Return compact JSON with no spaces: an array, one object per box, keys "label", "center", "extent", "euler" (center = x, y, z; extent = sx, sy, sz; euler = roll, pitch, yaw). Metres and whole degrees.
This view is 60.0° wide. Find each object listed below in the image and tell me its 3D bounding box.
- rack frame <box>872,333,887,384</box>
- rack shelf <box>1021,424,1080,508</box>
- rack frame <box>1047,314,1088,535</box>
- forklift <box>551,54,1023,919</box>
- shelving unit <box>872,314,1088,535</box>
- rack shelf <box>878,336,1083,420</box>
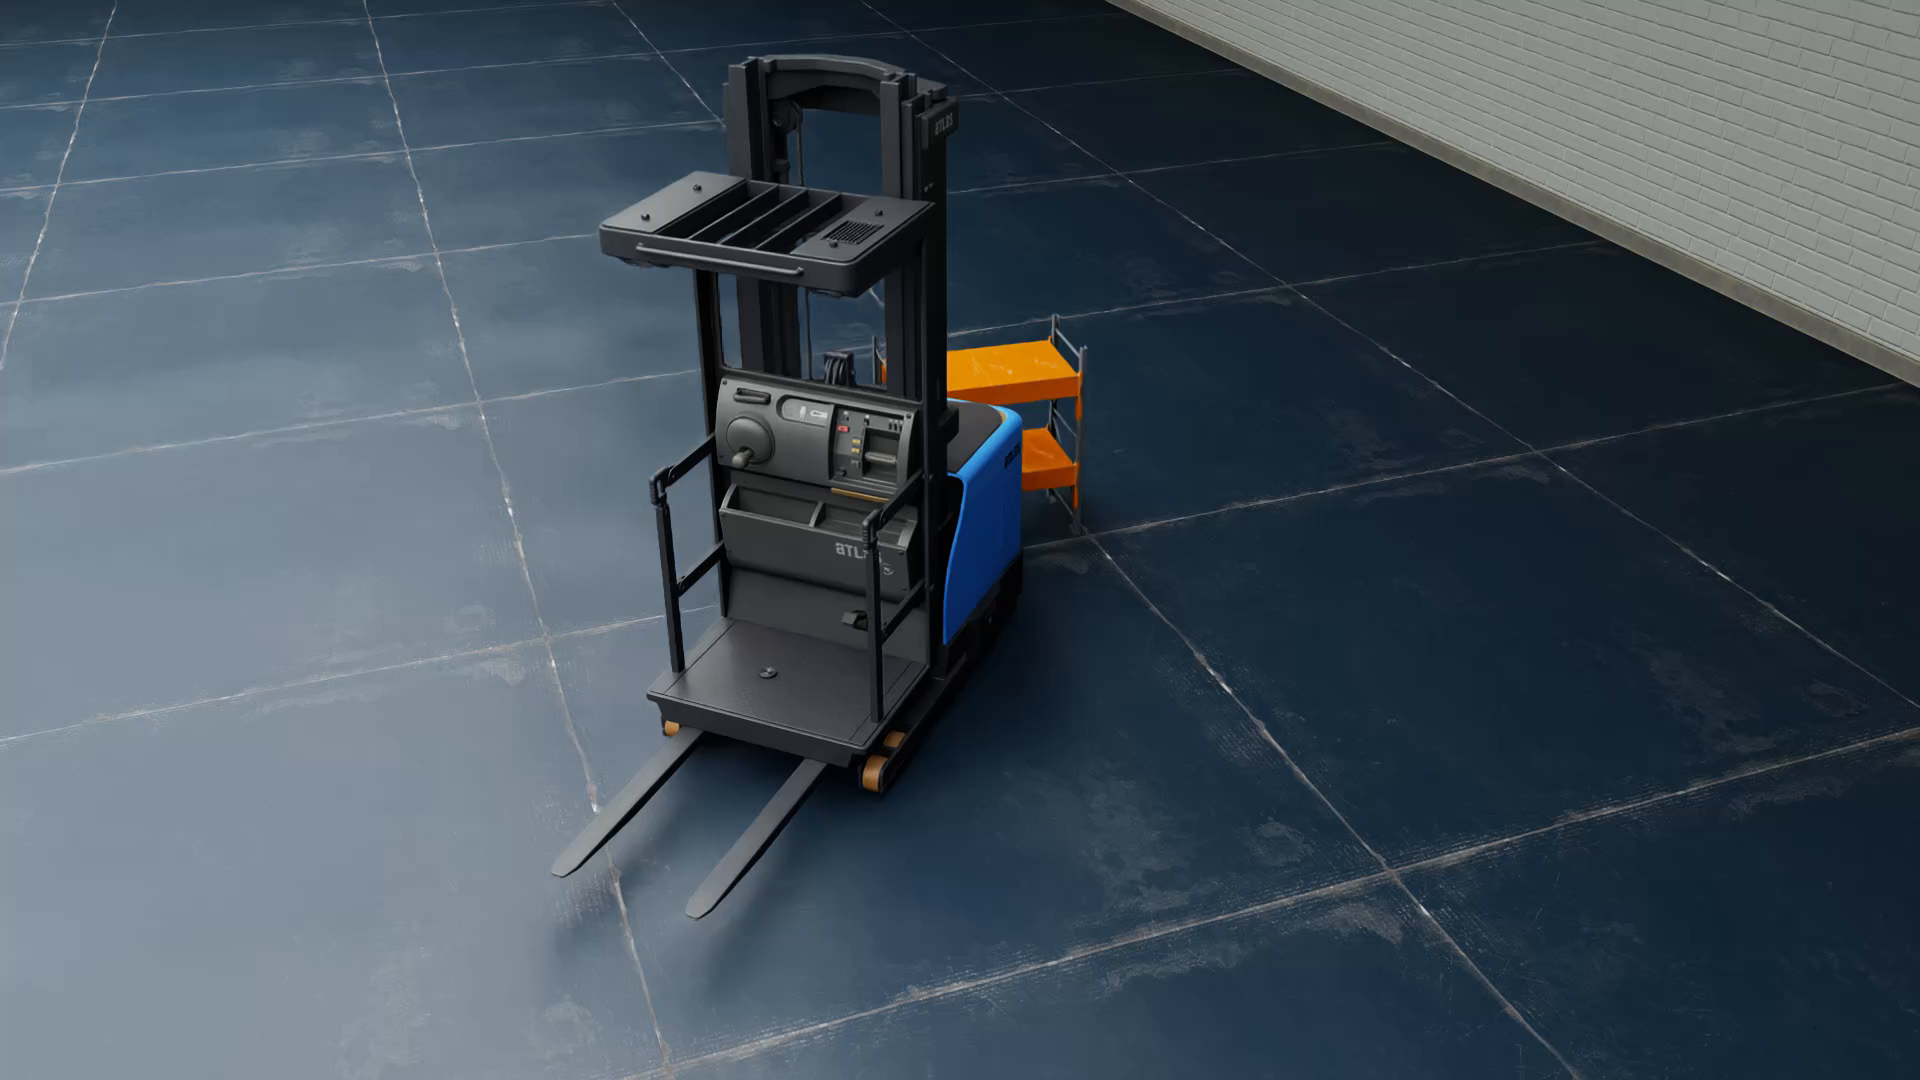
[{"label":"rack frame","center":[-0.388,-0.499,8.989],"extent":[0.032,1.125,0.500],"euler":[-8,31,-14]},{"label":"rack shelf","center":[0.101,-0.355,9.231],"extent":[1.000,0.278,0.538],"euler":[-8,31,-14]},{"label":"rack frame","center":[0.590,-0.637,9.231],"extent":[0.032,1.125,0.500],"euler":[-8,31,-14]},{"label":"forklift","center":[-0.711,-0.403,6.996],"extent":[1.130,2.935,3.031],"euler":[12,32,20]},{"label":"shelving unit","center":[0.101,-0.568,9.110],"extent":[1.048,1.125,0.538],"euler":[-8,31,-14]},{"label":"rack shelf","center":[0.101,-0.822,8.965],"extent":[1.000,0.278,0.538],"euler":[-8,31,-14]}]
